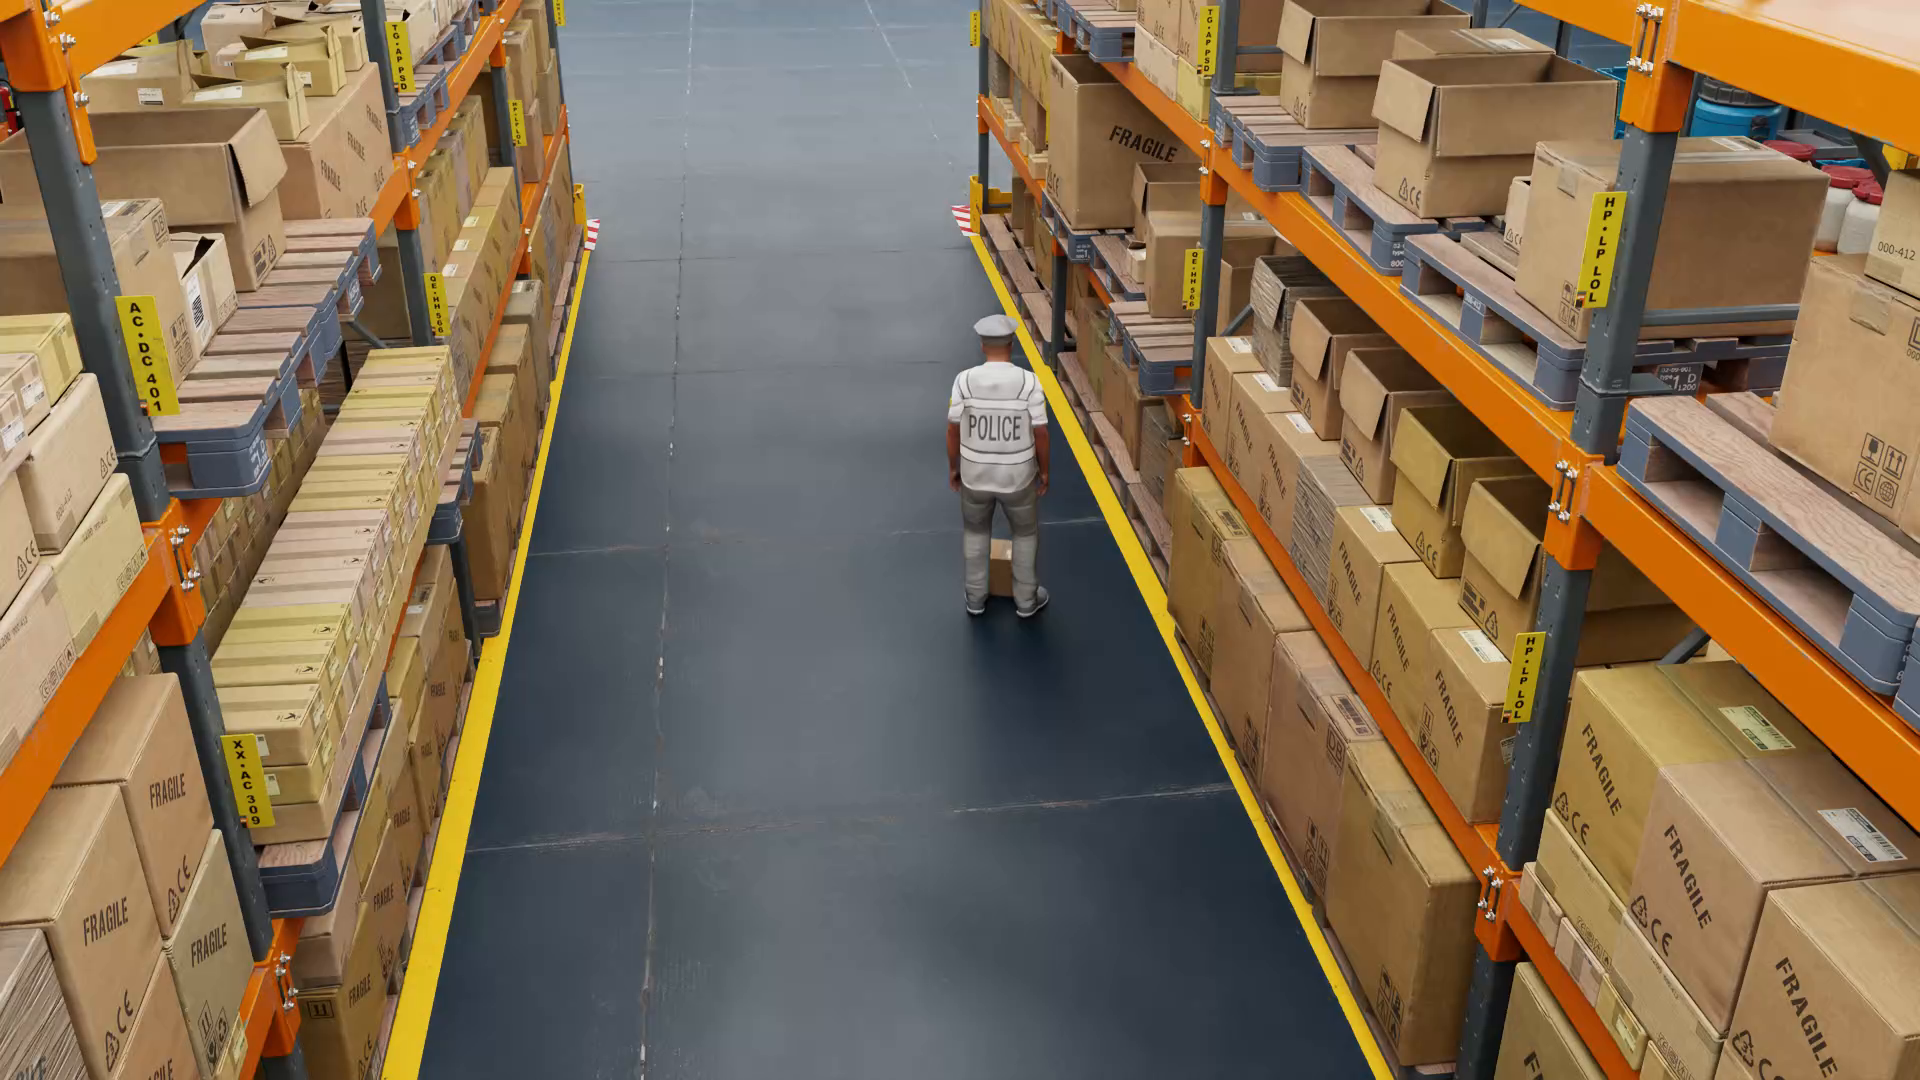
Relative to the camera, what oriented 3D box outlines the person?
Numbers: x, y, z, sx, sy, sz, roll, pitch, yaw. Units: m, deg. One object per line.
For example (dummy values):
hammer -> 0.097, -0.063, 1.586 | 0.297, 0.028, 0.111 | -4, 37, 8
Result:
person -> 0.216, -0.375, 9.347 | 0.584, 1.747, 0.435 | 4, 27, 7
